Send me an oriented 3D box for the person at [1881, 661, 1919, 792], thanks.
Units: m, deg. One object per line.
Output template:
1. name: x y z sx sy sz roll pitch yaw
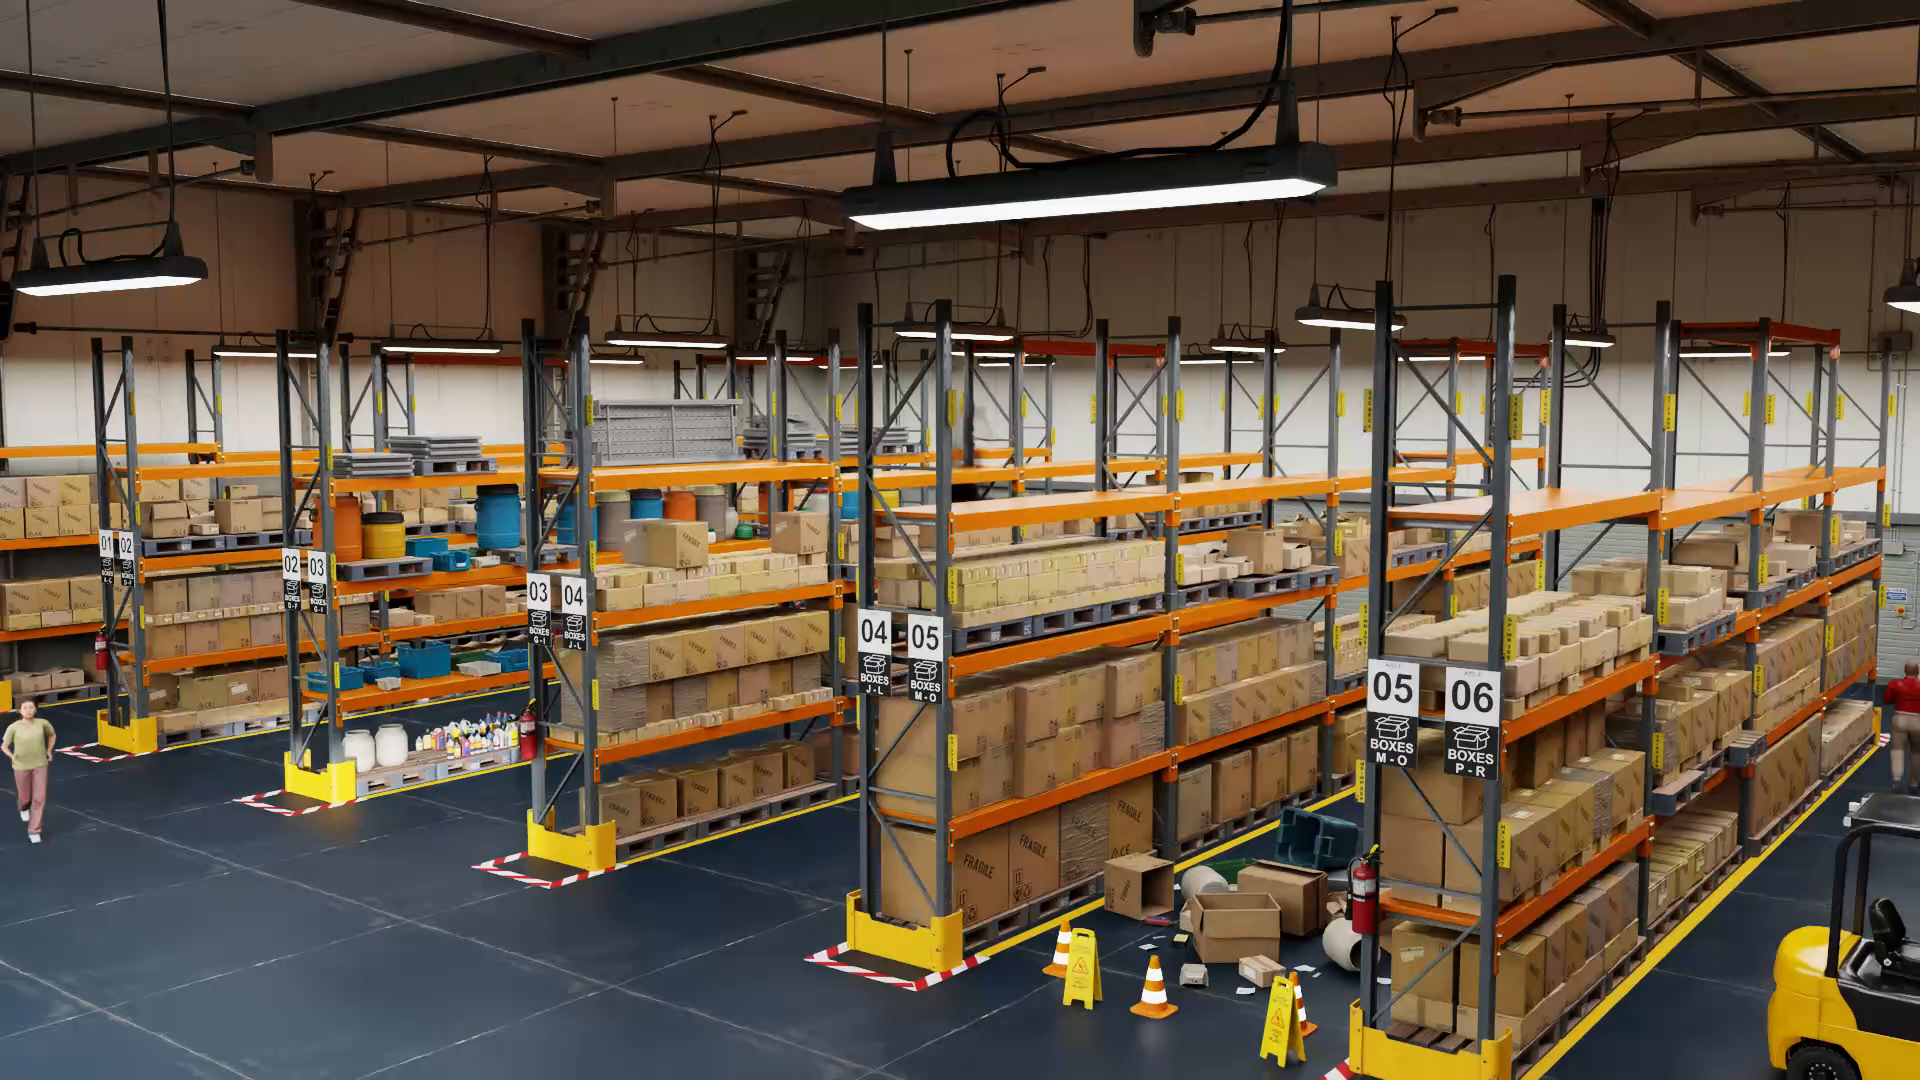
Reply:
1. person: 12.285 2.412 21.517 0.662 1.716 0.989 3 6 31

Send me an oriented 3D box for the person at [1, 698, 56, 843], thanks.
1. person: -10.867 2.660 19.451 0.580 1.650 0.805 -4 6 -35
